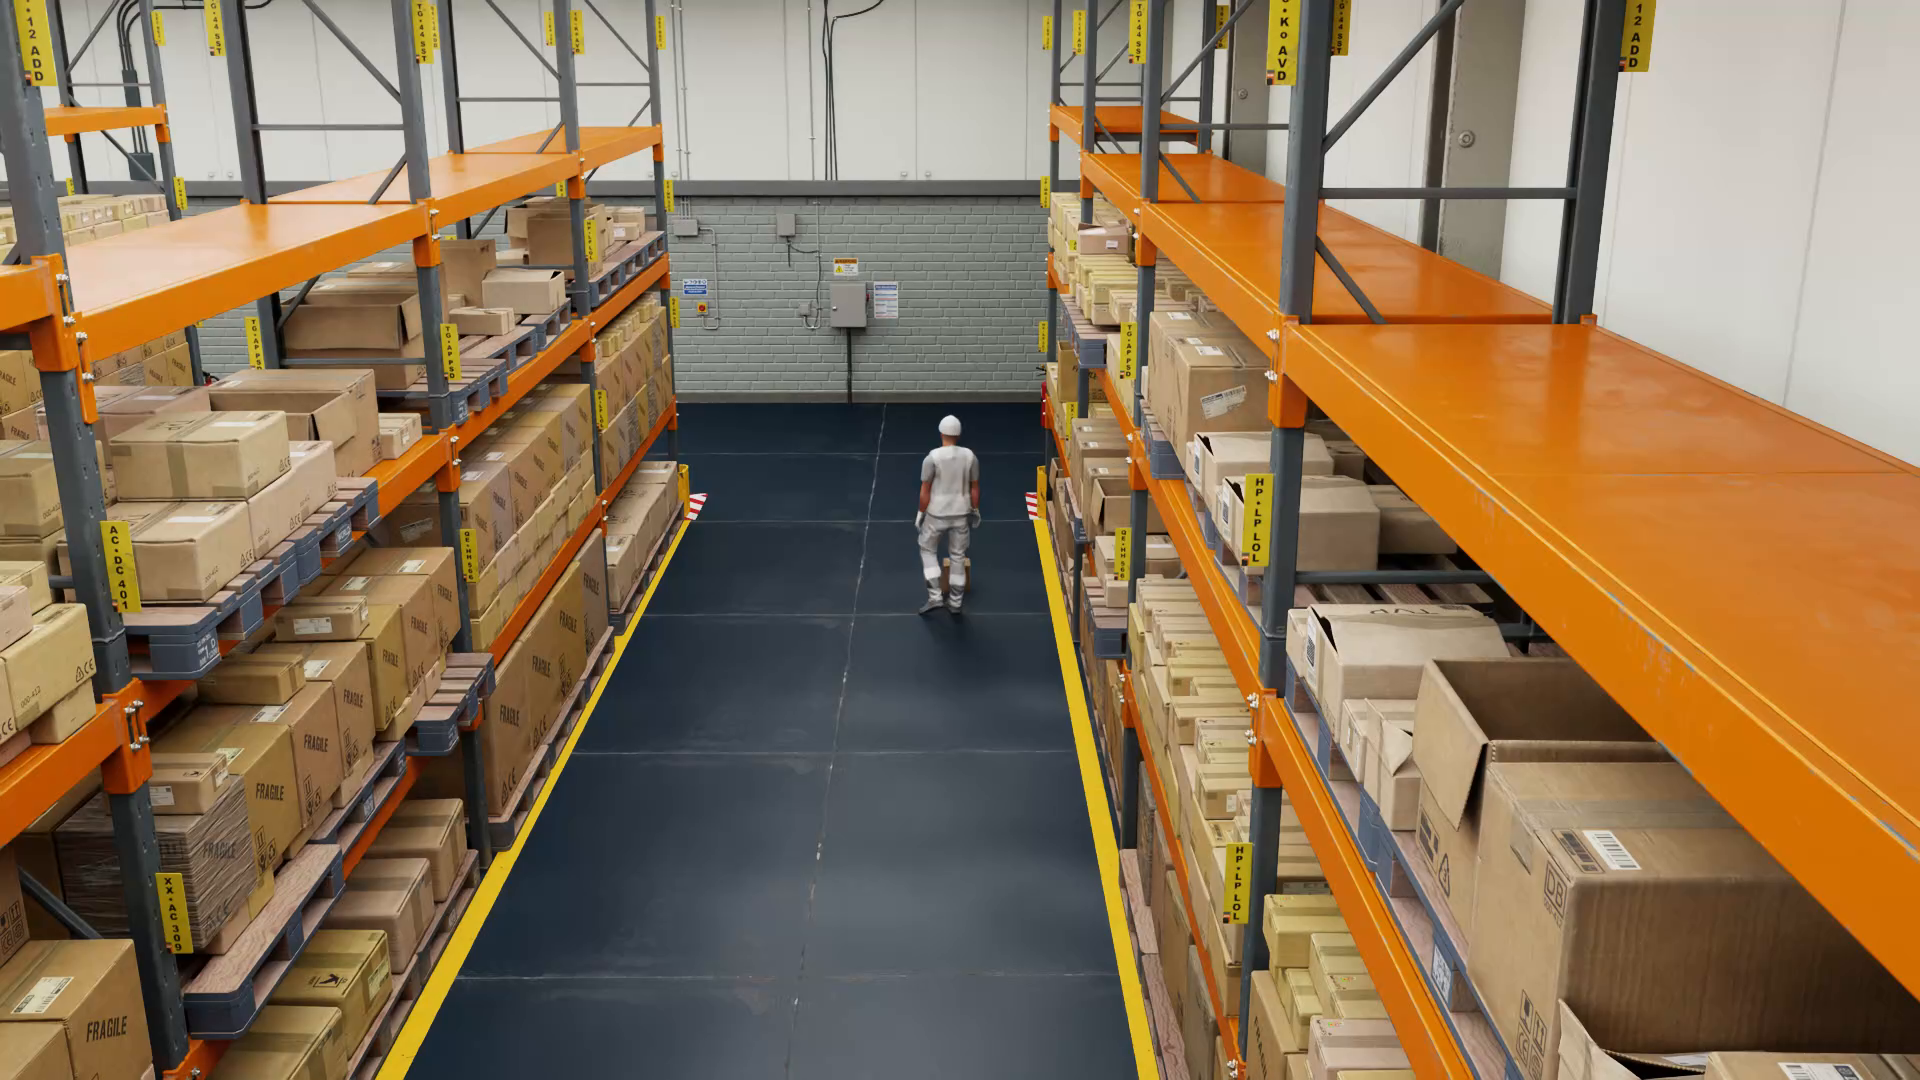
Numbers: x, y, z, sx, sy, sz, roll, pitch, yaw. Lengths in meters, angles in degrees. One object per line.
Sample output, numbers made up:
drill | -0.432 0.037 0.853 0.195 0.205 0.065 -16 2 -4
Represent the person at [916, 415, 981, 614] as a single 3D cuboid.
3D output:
person | -0.093 -0.215 14.766 0.608 1.801 0.397 -5 18 -16
